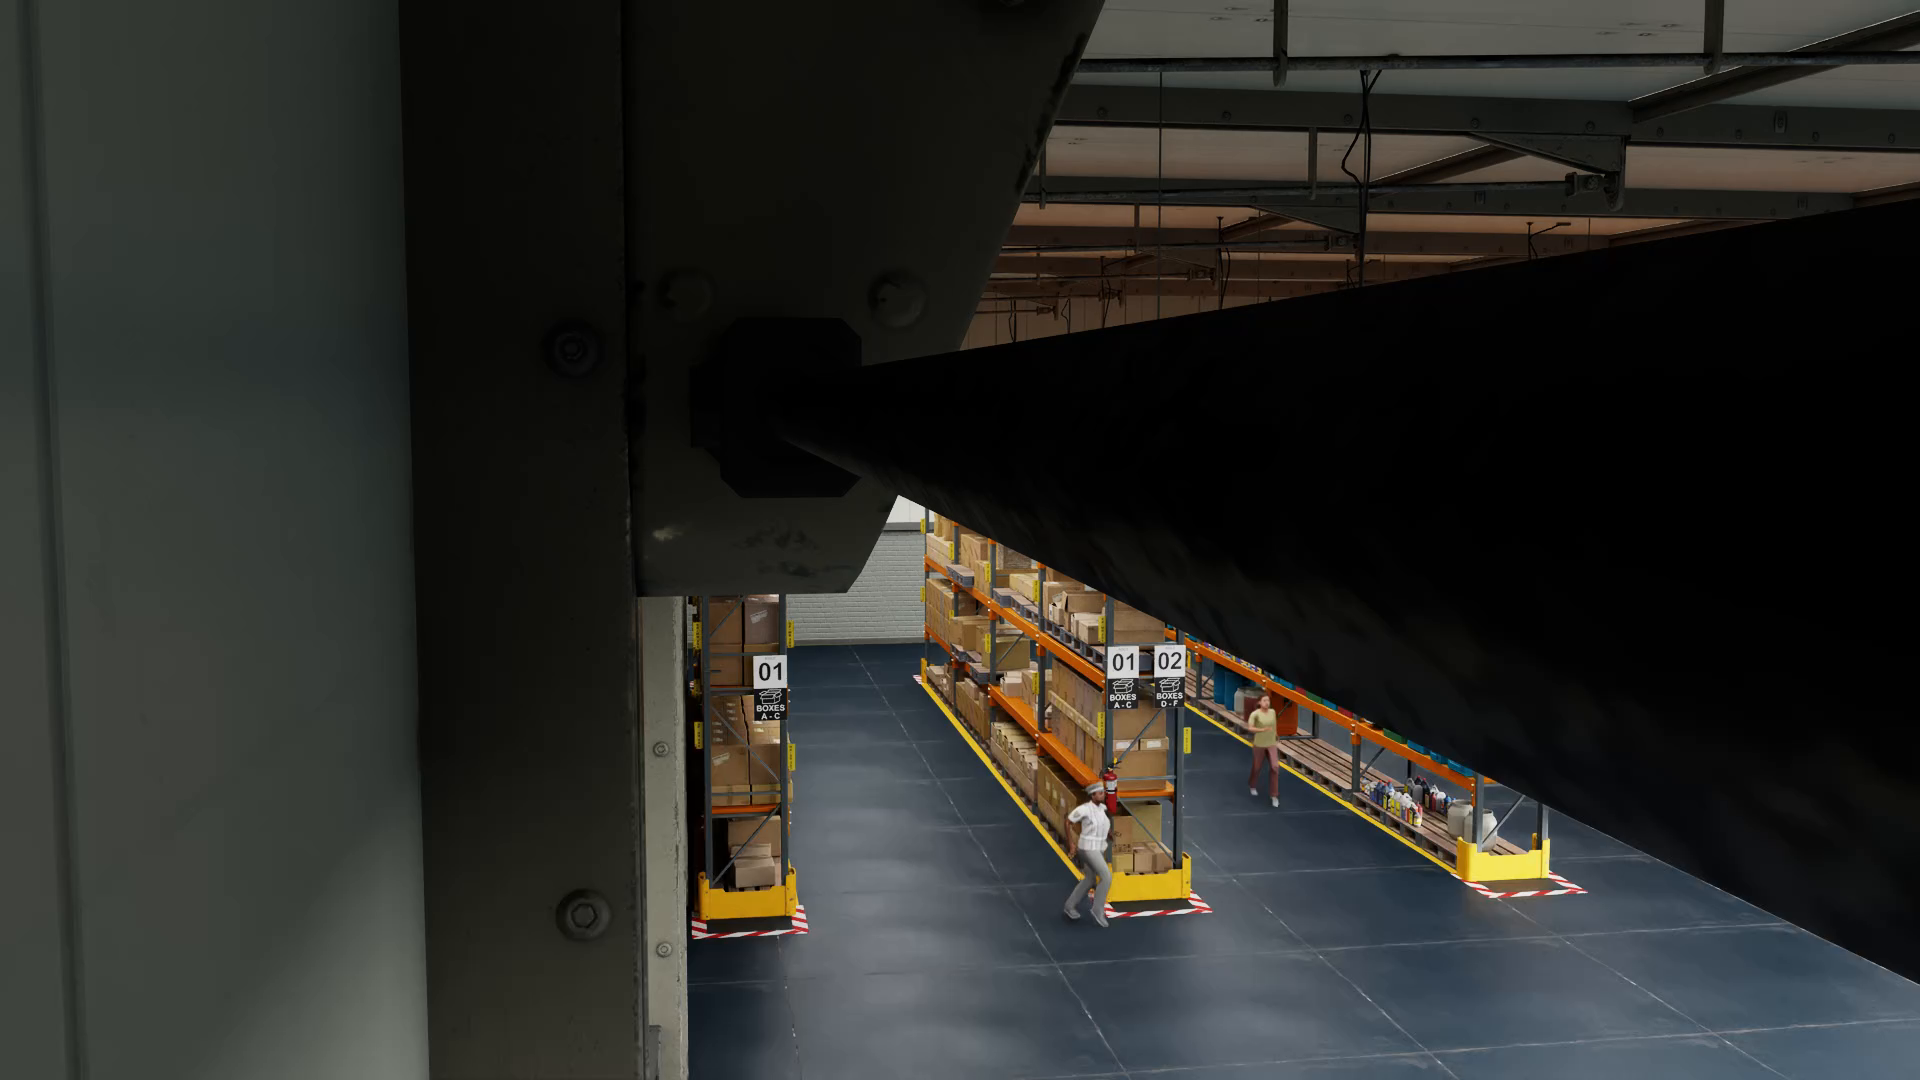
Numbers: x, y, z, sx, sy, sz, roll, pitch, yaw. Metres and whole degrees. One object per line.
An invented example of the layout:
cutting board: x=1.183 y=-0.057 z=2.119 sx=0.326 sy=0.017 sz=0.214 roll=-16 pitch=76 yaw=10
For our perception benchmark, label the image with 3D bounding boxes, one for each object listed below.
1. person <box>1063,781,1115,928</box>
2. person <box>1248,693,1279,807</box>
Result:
person: x=1.606 y=3.736 z=19.976 sx=0.677 sy=1.675 sz=0.572 roll=4 pitch=6 yaw=37
person: x=4.710 y=3.215 z=25.794 sx=0.554 sy=1.711 sz=0.844 roll=-1 pitch=5 yaw=-11
